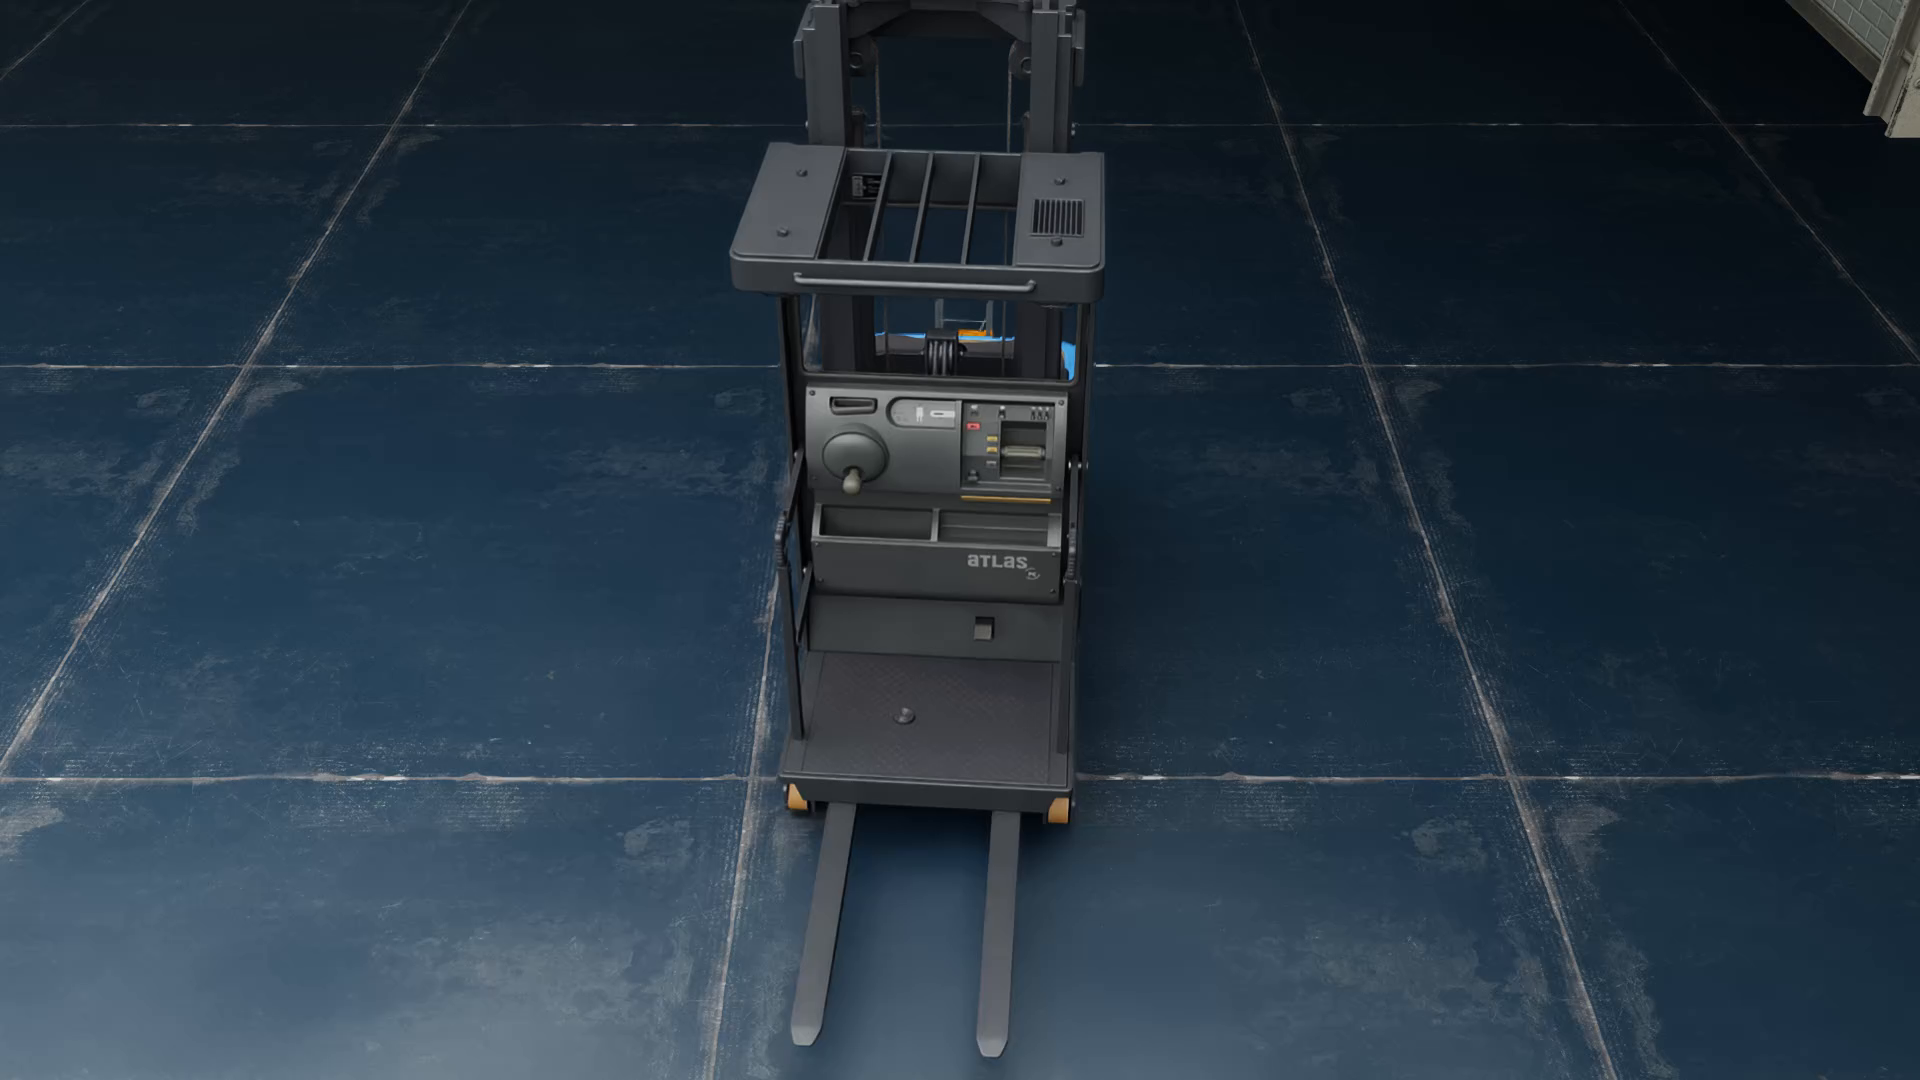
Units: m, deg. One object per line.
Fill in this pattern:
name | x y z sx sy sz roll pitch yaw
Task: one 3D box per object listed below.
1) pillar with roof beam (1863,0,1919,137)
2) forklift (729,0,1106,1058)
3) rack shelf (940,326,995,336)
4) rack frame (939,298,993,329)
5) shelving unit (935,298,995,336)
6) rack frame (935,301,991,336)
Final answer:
pillar with roof beam | 2.045 -6.322 8.443 9.100 9.000 0.400 0 39 0
forklift | -0.098 -0.272 5.746 1.130 2.935 3.031 2 39 3
rack shelf | 0.020 -0.850 7.347 0.258 0.103 0.180 2 39 3
rack frame | 0.026 -0.661 7.615 0.240 1.200 0.006 2 39 3
shelving unit | 0.020 -0.604 7.544 0.258 1.200 0.189 2 39 3
rack frame | 0.014 -0.547 7.473 0.240 1.200 0.006 2 39 3
